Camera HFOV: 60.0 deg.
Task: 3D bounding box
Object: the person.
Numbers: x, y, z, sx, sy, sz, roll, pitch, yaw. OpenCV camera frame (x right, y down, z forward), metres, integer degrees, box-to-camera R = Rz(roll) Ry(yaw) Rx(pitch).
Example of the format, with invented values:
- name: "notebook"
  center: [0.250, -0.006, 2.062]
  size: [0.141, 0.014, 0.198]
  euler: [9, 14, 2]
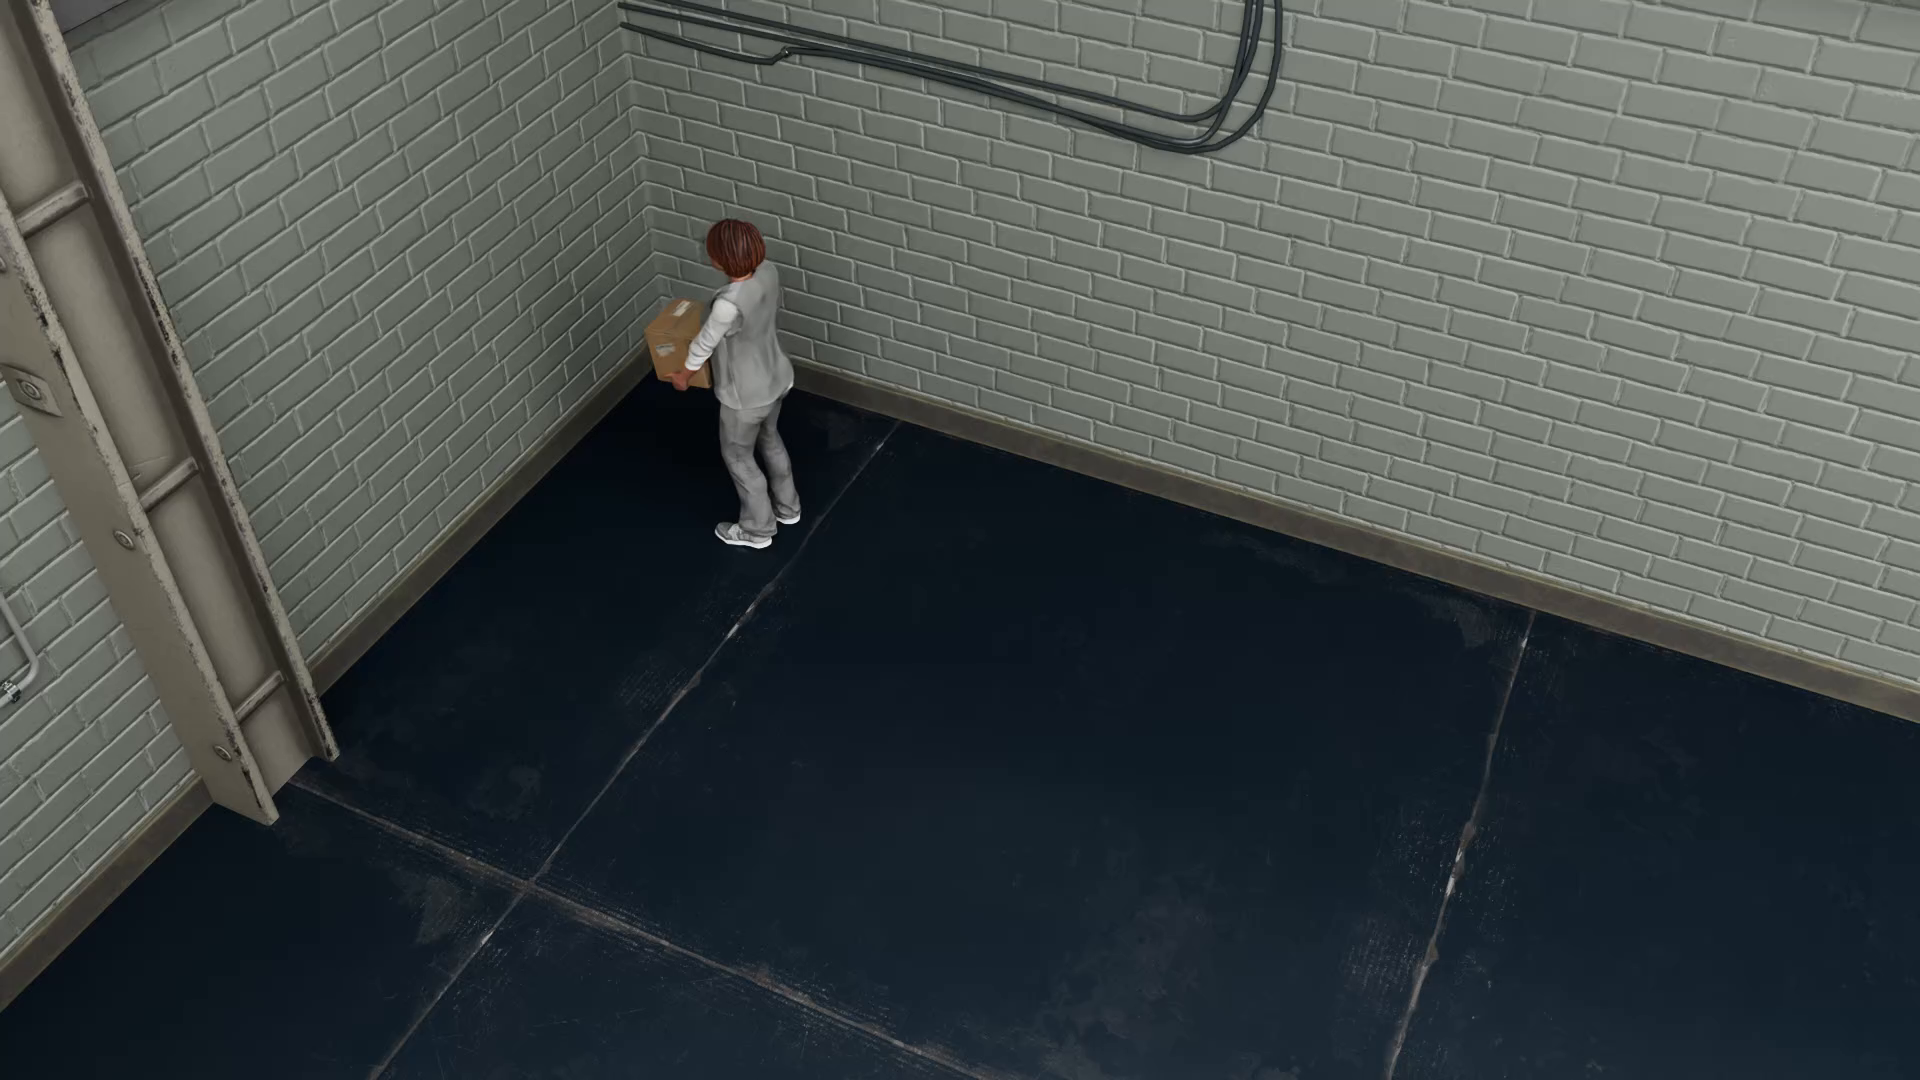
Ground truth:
- name: "person"
  center: [-0.942, -0.944, 6.605]
  size: [0.492, 0.797, 0.375]
  euler: [17, 45, 18]
